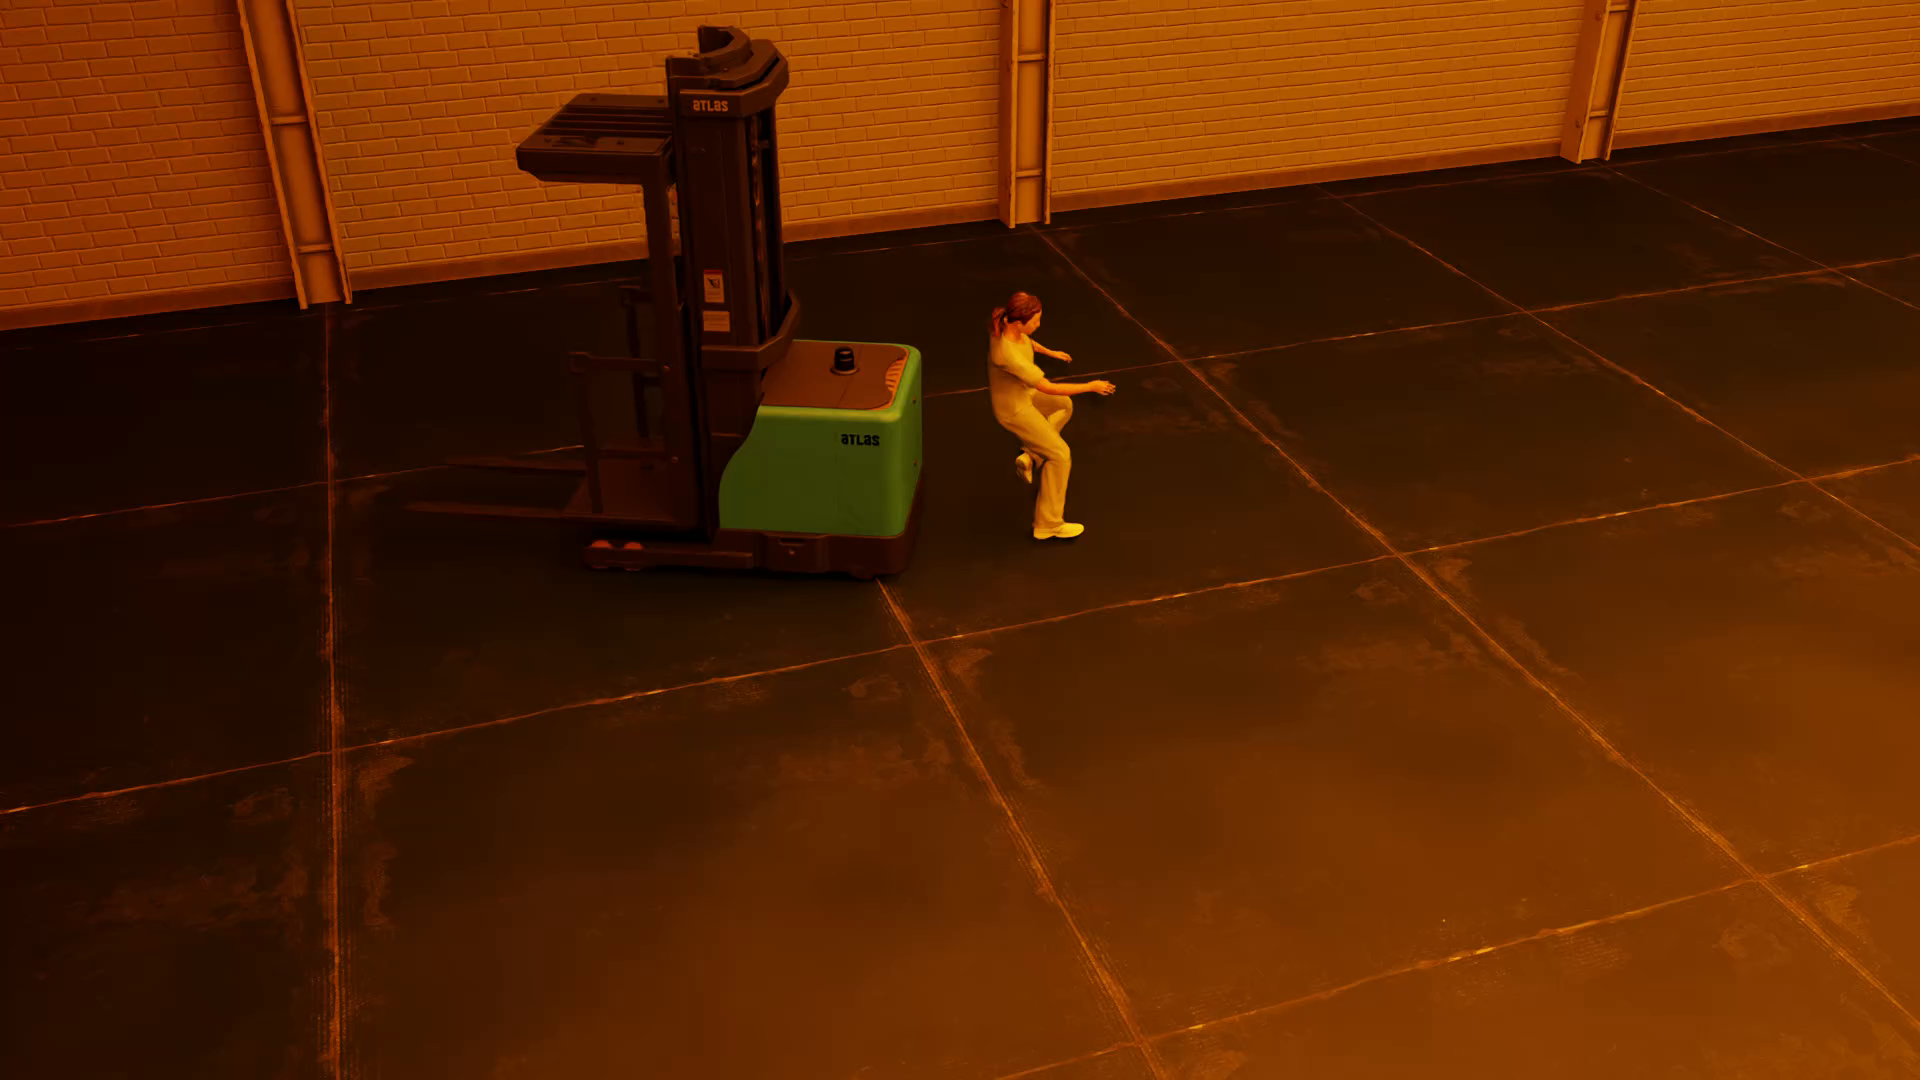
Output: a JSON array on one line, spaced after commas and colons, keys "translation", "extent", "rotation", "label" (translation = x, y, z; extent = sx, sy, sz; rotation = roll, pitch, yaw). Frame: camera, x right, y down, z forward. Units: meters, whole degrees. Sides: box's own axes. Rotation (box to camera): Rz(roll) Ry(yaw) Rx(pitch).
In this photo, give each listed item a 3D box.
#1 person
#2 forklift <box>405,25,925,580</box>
[{"translation": [0.528, -0.827, 9.993], "extent": [0.758, 1.464, 0.802], "rotation": [-1, 30, -2], "label": "person"}, {"translation": [-1.769, -1.346, 9.427], "extent": [3.031, 2.935, 1.130], "rotation": [3, 30, 5], "label": "forklift"}]
